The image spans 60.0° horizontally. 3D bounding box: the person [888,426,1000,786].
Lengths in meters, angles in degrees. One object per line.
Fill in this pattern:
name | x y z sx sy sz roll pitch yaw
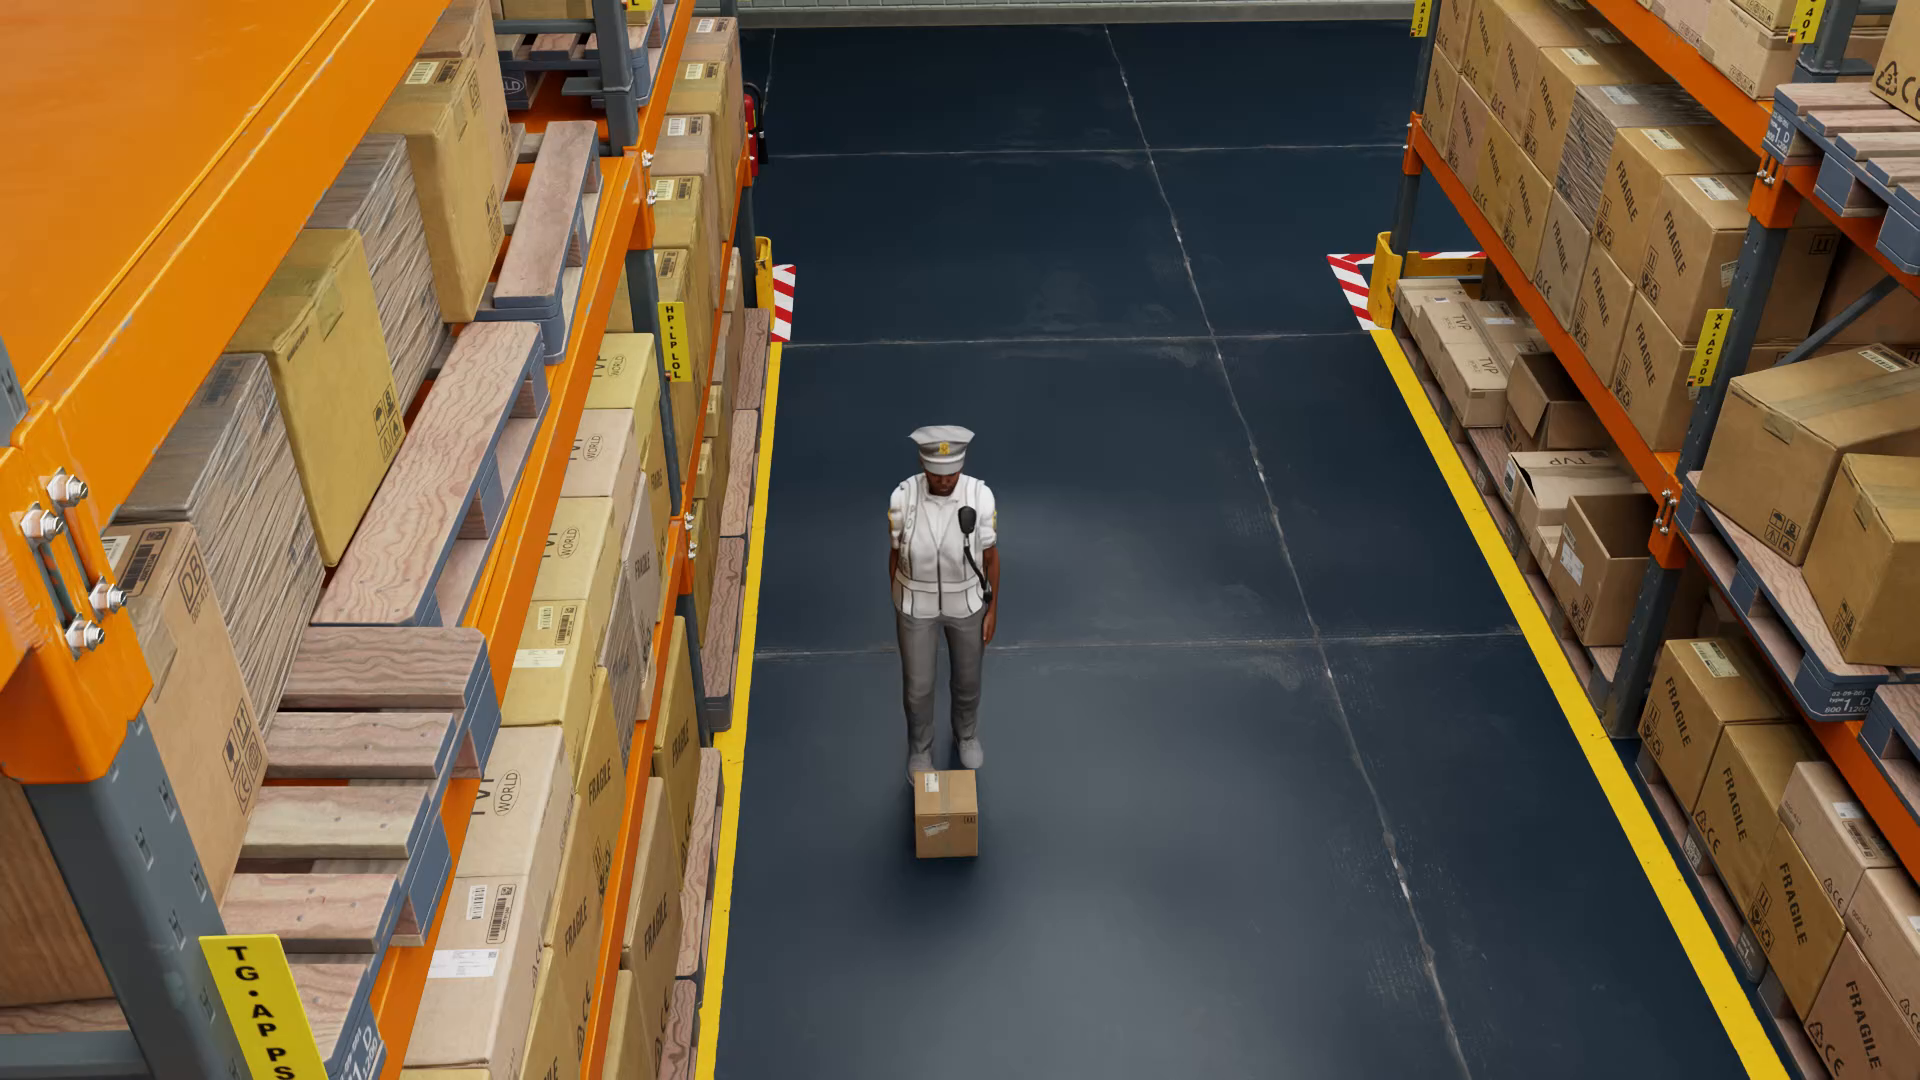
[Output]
person | -0.070 0.276 6.771 0.431 1.700 0.386 0 35 -1
